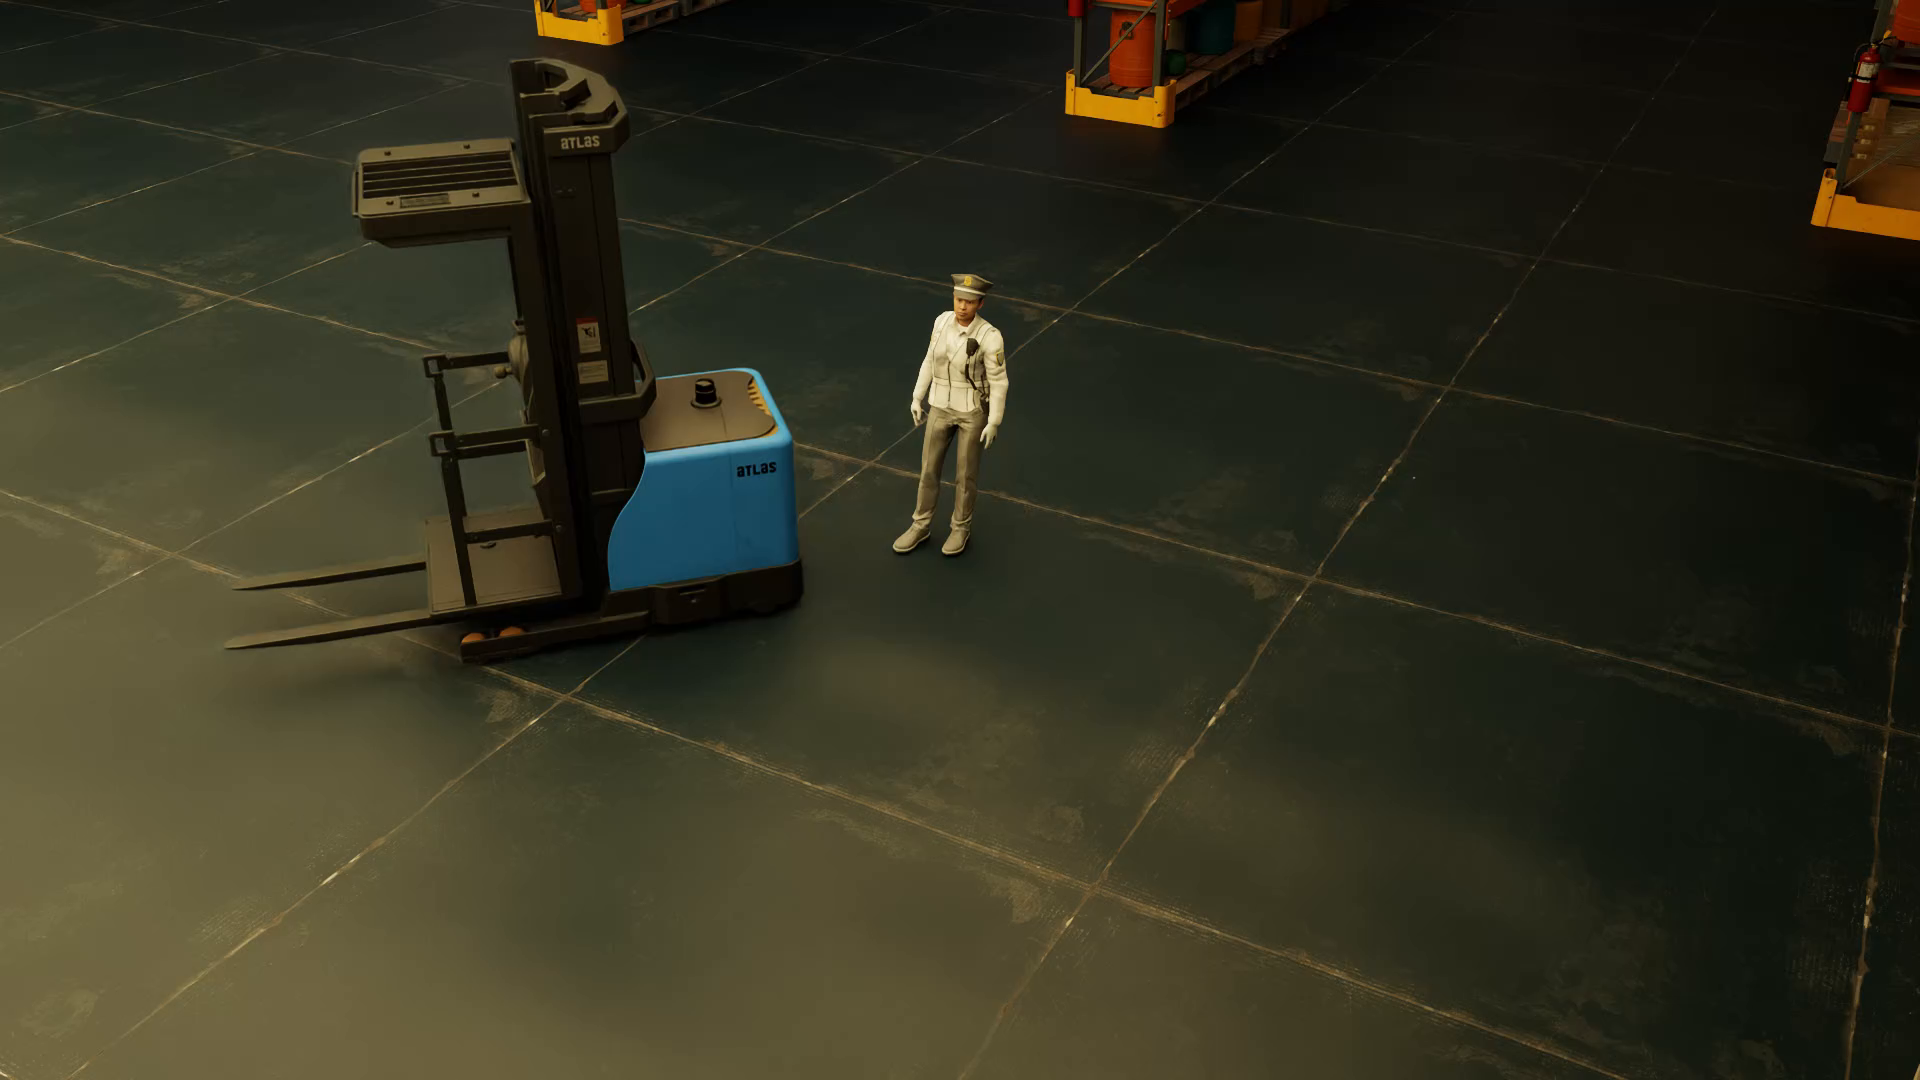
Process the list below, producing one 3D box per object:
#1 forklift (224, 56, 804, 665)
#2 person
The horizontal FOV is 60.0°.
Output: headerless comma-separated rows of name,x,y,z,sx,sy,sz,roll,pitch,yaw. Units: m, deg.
forklift,-2.454,-0.901,8.631,3.031,2.935,1.130,-9,31,-15
person,-0.039,-0.712,9.527,0.586,1.694,0.531,15,33,25
